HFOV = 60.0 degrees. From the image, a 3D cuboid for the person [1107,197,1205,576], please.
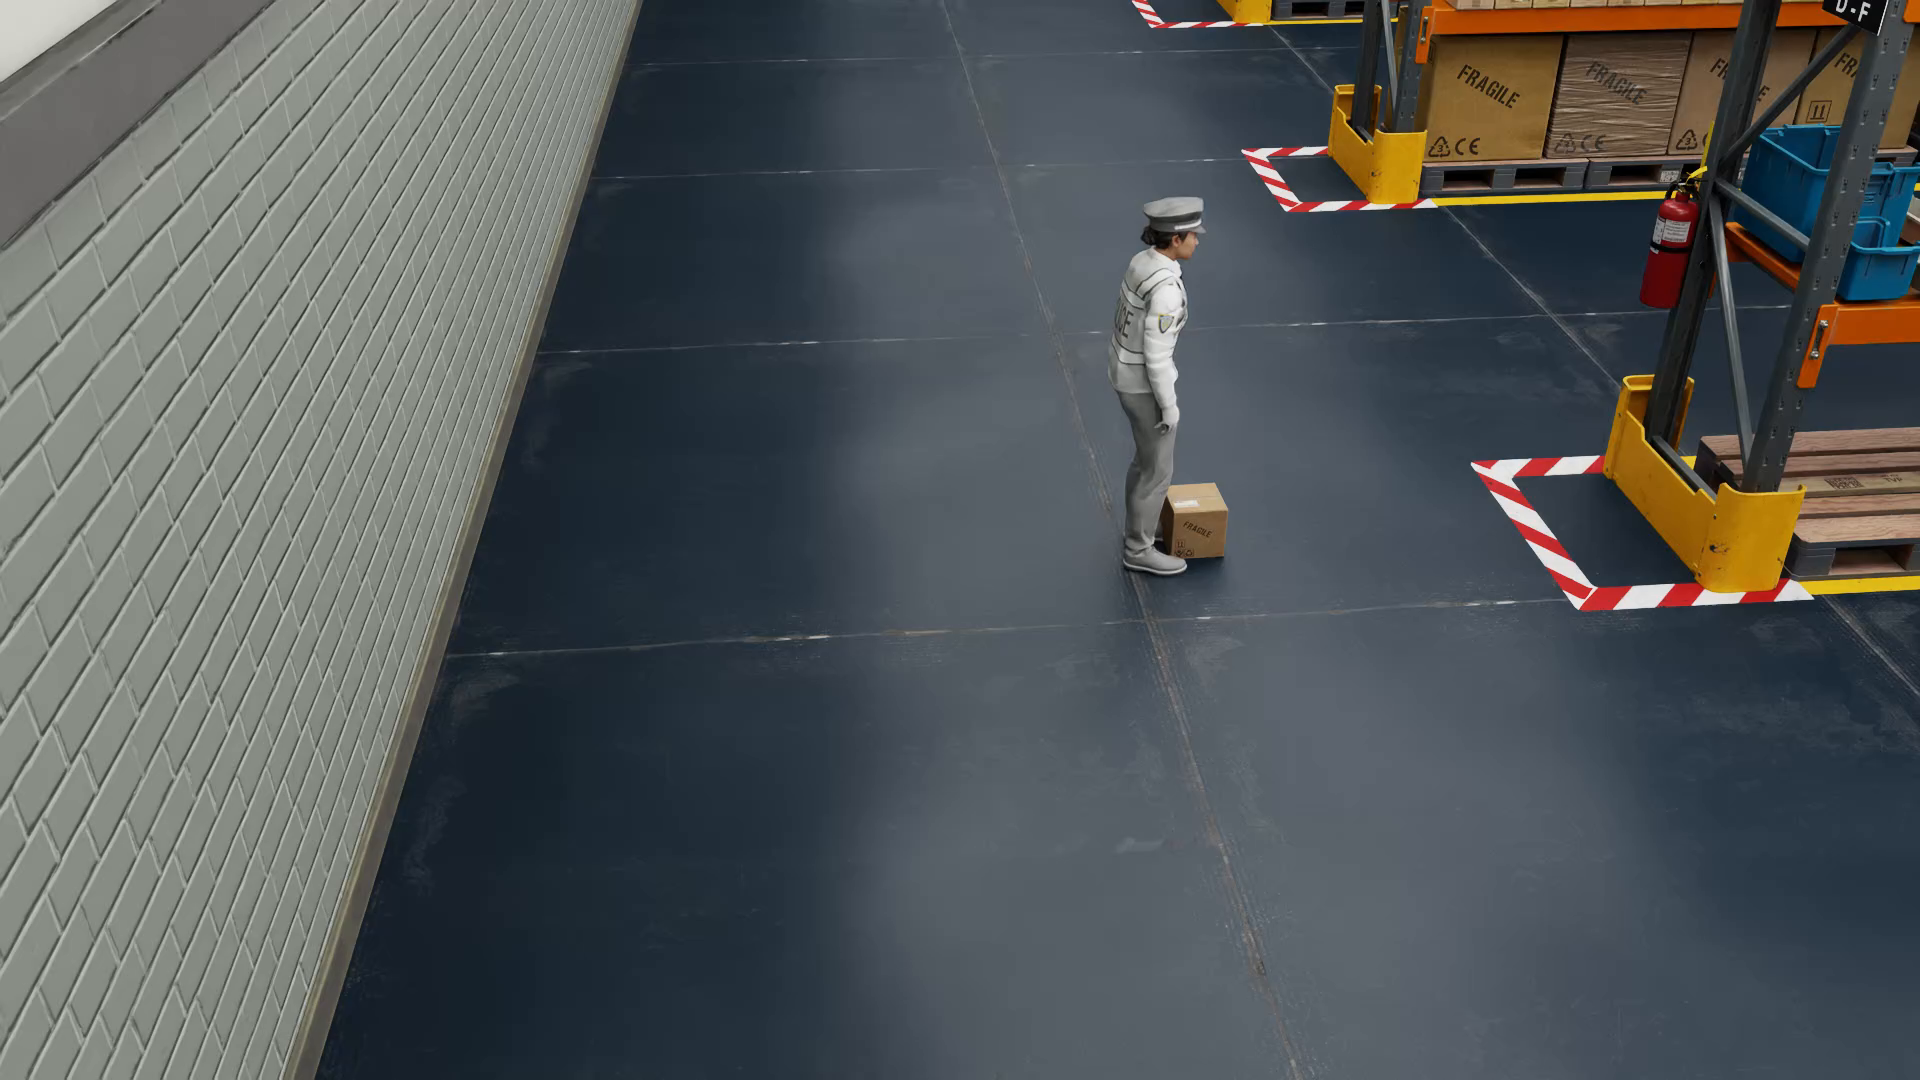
[{"bbox_3d":[0.848,-0.674,7.239,0.403,1.664,0.528,-3,31,-4],"label":"person"}]
